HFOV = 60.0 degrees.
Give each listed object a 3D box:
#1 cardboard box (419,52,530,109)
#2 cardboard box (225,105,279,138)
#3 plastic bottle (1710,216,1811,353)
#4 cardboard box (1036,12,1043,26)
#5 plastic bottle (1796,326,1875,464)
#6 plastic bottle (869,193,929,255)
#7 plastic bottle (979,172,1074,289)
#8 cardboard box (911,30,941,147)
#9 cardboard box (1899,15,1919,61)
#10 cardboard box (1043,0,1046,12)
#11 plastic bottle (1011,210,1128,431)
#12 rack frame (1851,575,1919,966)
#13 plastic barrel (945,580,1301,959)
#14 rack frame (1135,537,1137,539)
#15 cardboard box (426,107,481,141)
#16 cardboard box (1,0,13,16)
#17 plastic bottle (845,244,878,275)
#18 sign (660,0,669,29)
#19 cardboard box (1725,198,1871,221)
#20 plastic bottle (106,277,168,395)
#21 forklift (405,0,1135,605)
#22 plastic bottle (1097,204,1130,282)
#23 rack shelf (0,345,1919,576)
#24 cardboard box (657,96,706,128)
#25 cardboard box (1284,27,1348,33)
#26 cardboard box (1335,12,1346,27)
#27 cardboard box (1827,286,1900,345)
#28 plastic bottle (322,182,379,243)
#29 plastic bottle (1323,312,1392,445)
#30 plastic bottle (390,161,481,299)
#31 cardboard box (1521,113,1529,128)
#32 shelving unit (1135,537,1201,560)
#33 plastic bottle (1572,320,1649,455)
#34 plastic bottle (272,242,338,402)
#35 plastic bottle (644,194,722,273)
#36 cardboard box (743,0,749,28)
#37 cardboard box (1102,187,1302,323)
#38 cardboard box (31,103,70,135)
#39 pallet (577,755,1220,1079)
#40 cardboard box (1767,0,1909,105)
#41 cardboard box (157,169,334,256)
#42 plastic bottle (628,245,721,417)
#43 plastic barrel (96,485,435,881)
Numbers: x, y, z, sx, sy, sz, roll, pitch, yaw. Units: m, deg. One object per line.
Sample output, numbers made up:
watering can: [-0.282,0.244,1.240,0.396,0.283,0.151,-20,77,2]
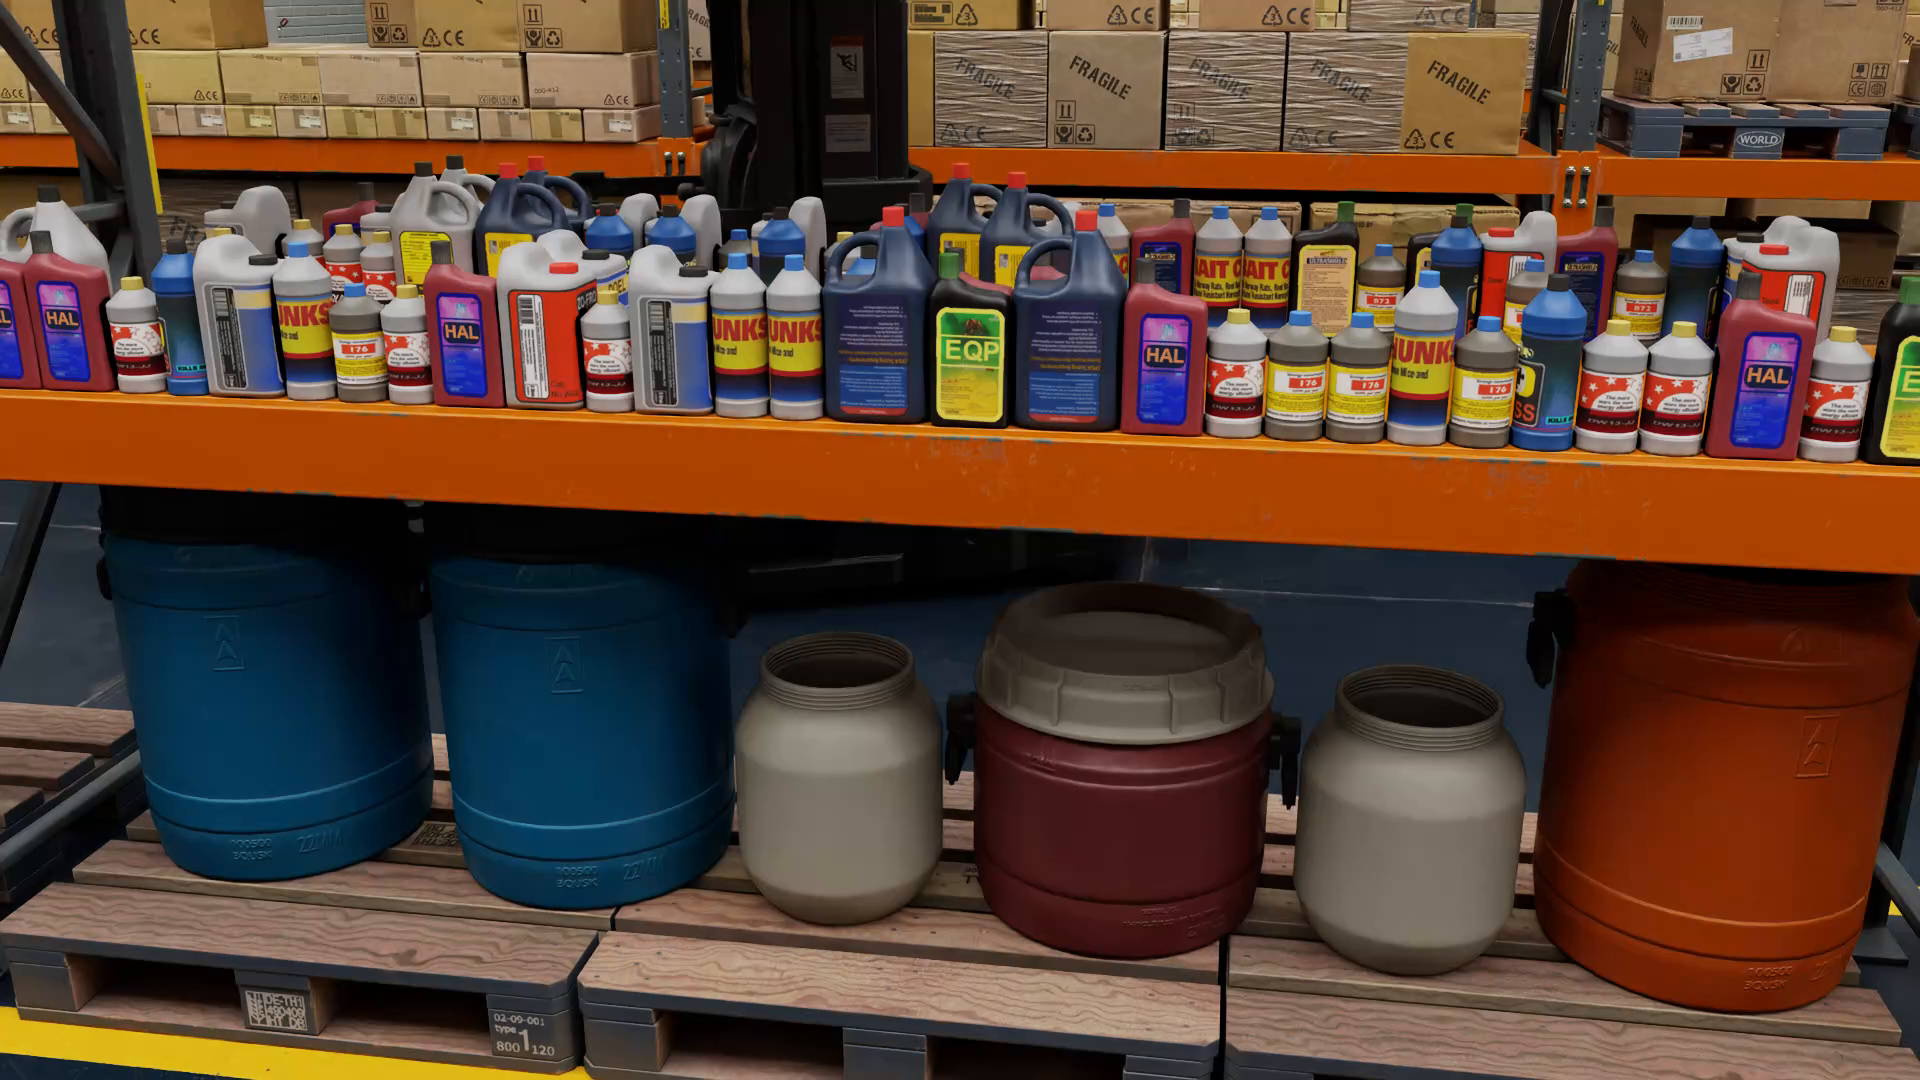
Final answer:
cardboard box: [-2.225,-2.212,7.954,0.500,0.250,0.500,3,19,10]
cardboard box: [-3.369,-2.060,8.130,0.250,0.149,0.380,2,19,7]
plastic bottle: [1.551,-0.488,3.229,0.135,0.276,0.152,3,19,9]
cardboard box: [0.477,-3.757,12.070,0.250,0.149,0.380,3,19,10]
plastic bottle: [1.349,-0.228,2.569,0.097,0.201,0.097,0,18,0]
plastic bottle: [-0.125,-0.591,3.527,0.133,0.283,0.061,3,19,9]
plastic bottle: [0.134,-0.548,3.291,0.185,0.351,0.144,3,19,9]
cardboard box: [-0.325,-2.097,7.687,0.500,0.500,0.500,3,19,9]
cardboard box: [6.492,-3.338,11.395,0.500,0.500,0.500,3,19,8]
cardboard box: [0.741,-3.884,11.982,0.250,0.149,0.380,3,19,8]
plastic bottle: [0.181,-0.365,2.746,0.185,0.351,0.144,3,19,9]
rack frame: [1.927,-0.424,2.842,0.127,3.000,1.000,3,19,9]
plastic barrel: [0.327,0.445,3.385,0.708,0.588,0.600,3,19,9]
rack frame: [0.638,-0.484,6.095,0.008,1.050,0.200,8,20,21]
cardboard box: [-2.351,-2.009,7.976,0.250,0.149,0.380,3,19,10]
cardboard box: [-4.663,-2.861,8.713,0.500,0.500,0.500,3,19,9]
plastic bottle: [-0.157,-0.384,2.926,0.097,0.271,0.097,0,18,0]
sign: [-1.323,-2.451,7.411,0.005,0.325,0.100,3,19,9]
cardboard box: [5.970,-2.508,11.955,0.750,0.750,1.050,3,19,9]
plastic bottle: [-1.479,-0.372,3.000,0.097,0.201,0.097,0,18,0]
forklift: [-0.947,-1.287,5.530,3.031,2.935,1.130,-6,19,-16]
plastic bottle: [0.301,-0.558,3.447,0.097,0.271,0.097,0,18,0]
rack shelf: [-0.047,-0.183,3.257,4.000,0.370,1.077,3,19,9]
cardboard box: [-1.476,-2.177,8.477,0.250,0.149,0.380,3,19,9]
cardboard box: [1.767,-2.158,7.867,0.500,0.500,0.500,2,19,7]
cardboard box: [2.776,-3.640,11.721,0.250,0.149,0.380,4,19,11]
cardboard box: [3.927,-0.947,7.652,0.500,0.500,0.700,1,19,4]
plastic bottle: [-1.346,-0.654,3.713,0.133,0.283,0.061,3,19,9]
plastic bottle: [0.641,-0.264,2.677,0.097,0.201,0.097,0,18,0]
plastic bottle: [-1.085,-0.613,3.484,0.185,0.351,0.144,3,19,9]
cardboard box: [6.993,-5.608,21.418,0.625,0.625,0.875,2,19,6]
shelving unit: [0.751,-0.469,6.050,0.252,1.050,0.215,8,20,21]
plastic bottle: [1.025,-0.244,2.618,0.097,0.201,0.097,0,18,0]
plastic bottle: [-1.154,-0.388,2.939,0.097,0.271,0.097,0,18,0]
plastic bottle: [-0.590,-0.597,3.555,0.135,0.276,0.152,3,19,9]
cardboard box: [-1.385,-3.876,12.534,0.500,0.500,0.500,2,19,7]
cardboard box: [1.156,-1.255,8.014,0.875,0.875,1.225,3,19,9]
cardboard box: [0.624,-0.460,2.794,11.691,0.500,10.414,2,19,7]
pallet: [-0.059,0.810,3.549,1.213,0.211,1.003,3,19,9]
cardboard box: [3.820,-2.210,7.363,0.500,0.500,0.700,6,19,17]
cardboard box: [-3.643,-1.516,8.795,0.875,0.875,0.875,3,19,9]
plastic bottle: [-0.482,-0.365,2.862,0.135,0.276,0.152,3,19,9]
plastic barrel: [-1.487,0.204,3.612,0.708,0.901,0.600,3,19,9]
